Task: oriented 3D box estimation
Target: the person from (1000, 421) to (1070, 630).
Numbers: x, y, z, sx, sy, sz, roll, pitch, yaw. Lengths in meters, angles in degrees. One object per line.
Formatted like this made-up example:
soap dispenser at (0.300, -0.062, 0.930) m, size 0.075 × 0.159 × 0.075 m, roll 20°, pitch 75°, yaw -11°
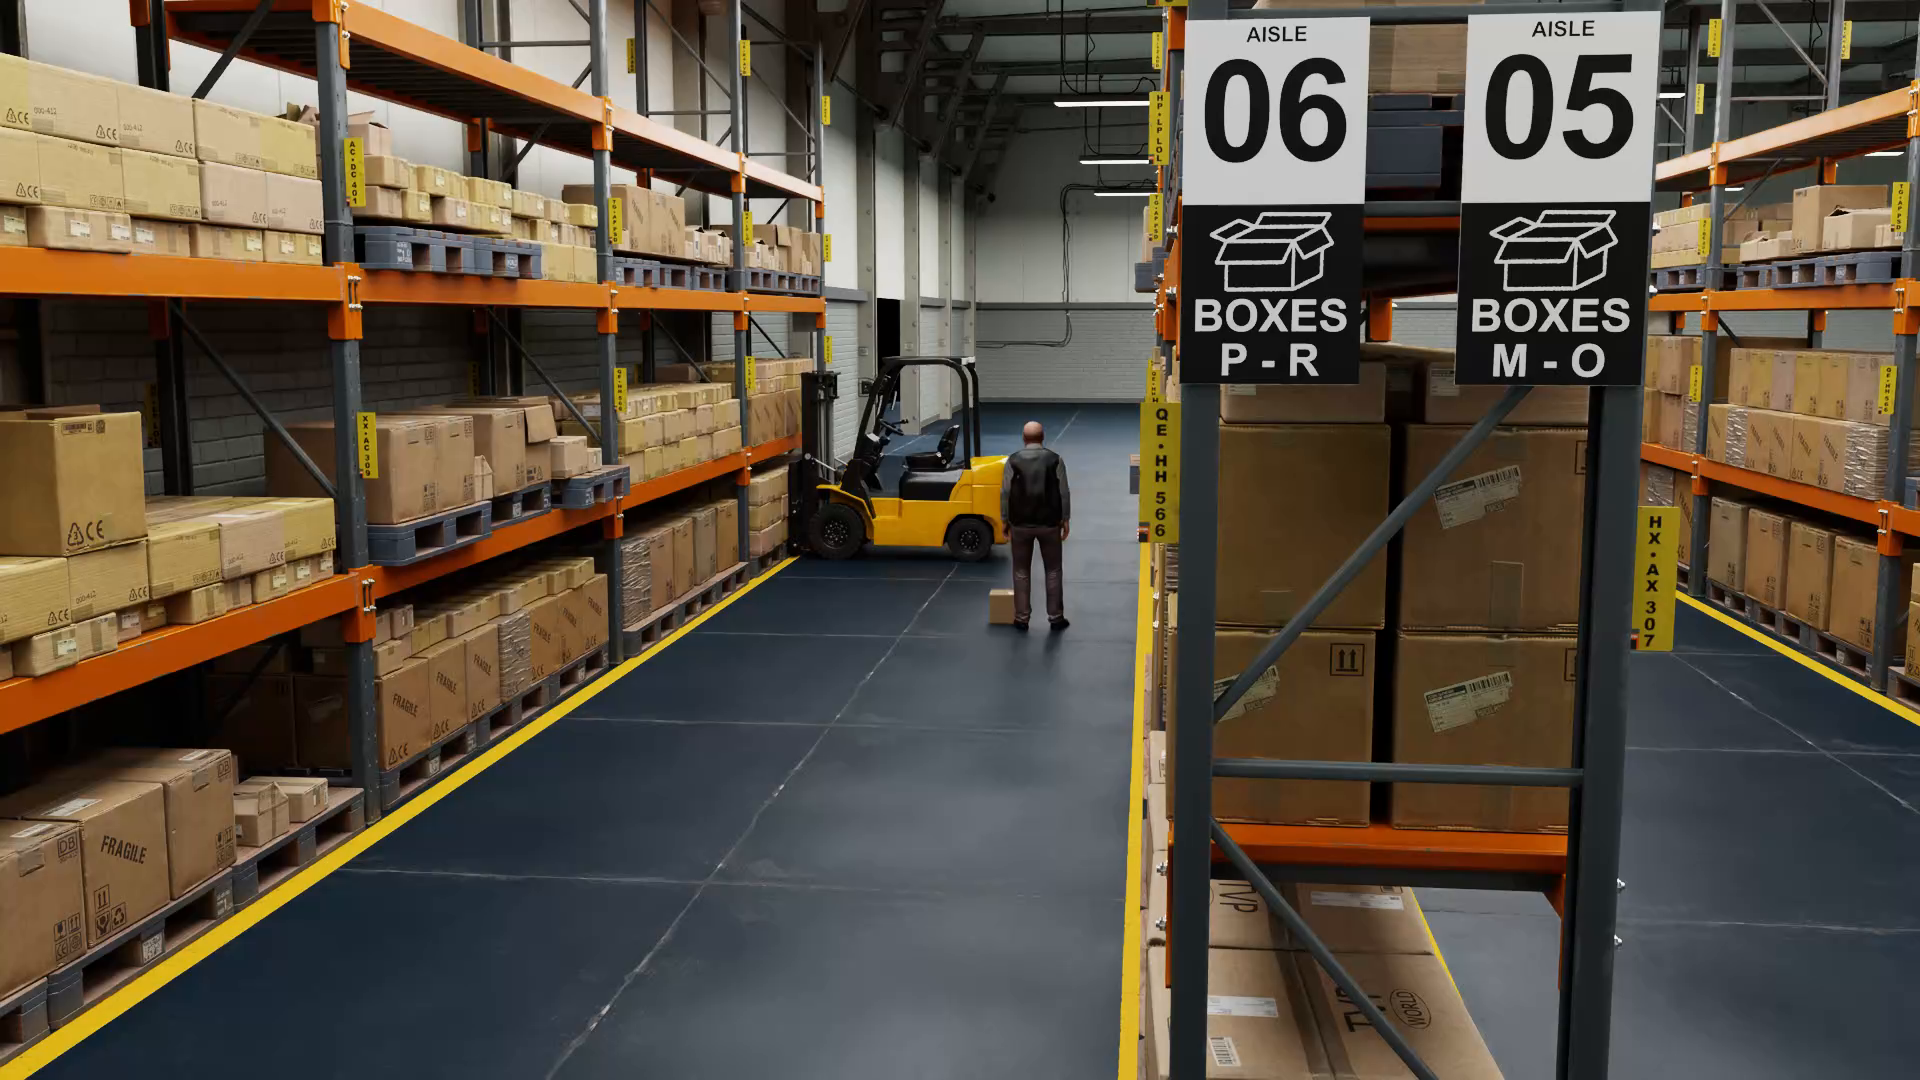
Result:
person at (0.625, -0.119, 13.784) m, size 0.588 × 1.720 × 0.420 m, roll 0°, pitch 8°, yaw 3°
